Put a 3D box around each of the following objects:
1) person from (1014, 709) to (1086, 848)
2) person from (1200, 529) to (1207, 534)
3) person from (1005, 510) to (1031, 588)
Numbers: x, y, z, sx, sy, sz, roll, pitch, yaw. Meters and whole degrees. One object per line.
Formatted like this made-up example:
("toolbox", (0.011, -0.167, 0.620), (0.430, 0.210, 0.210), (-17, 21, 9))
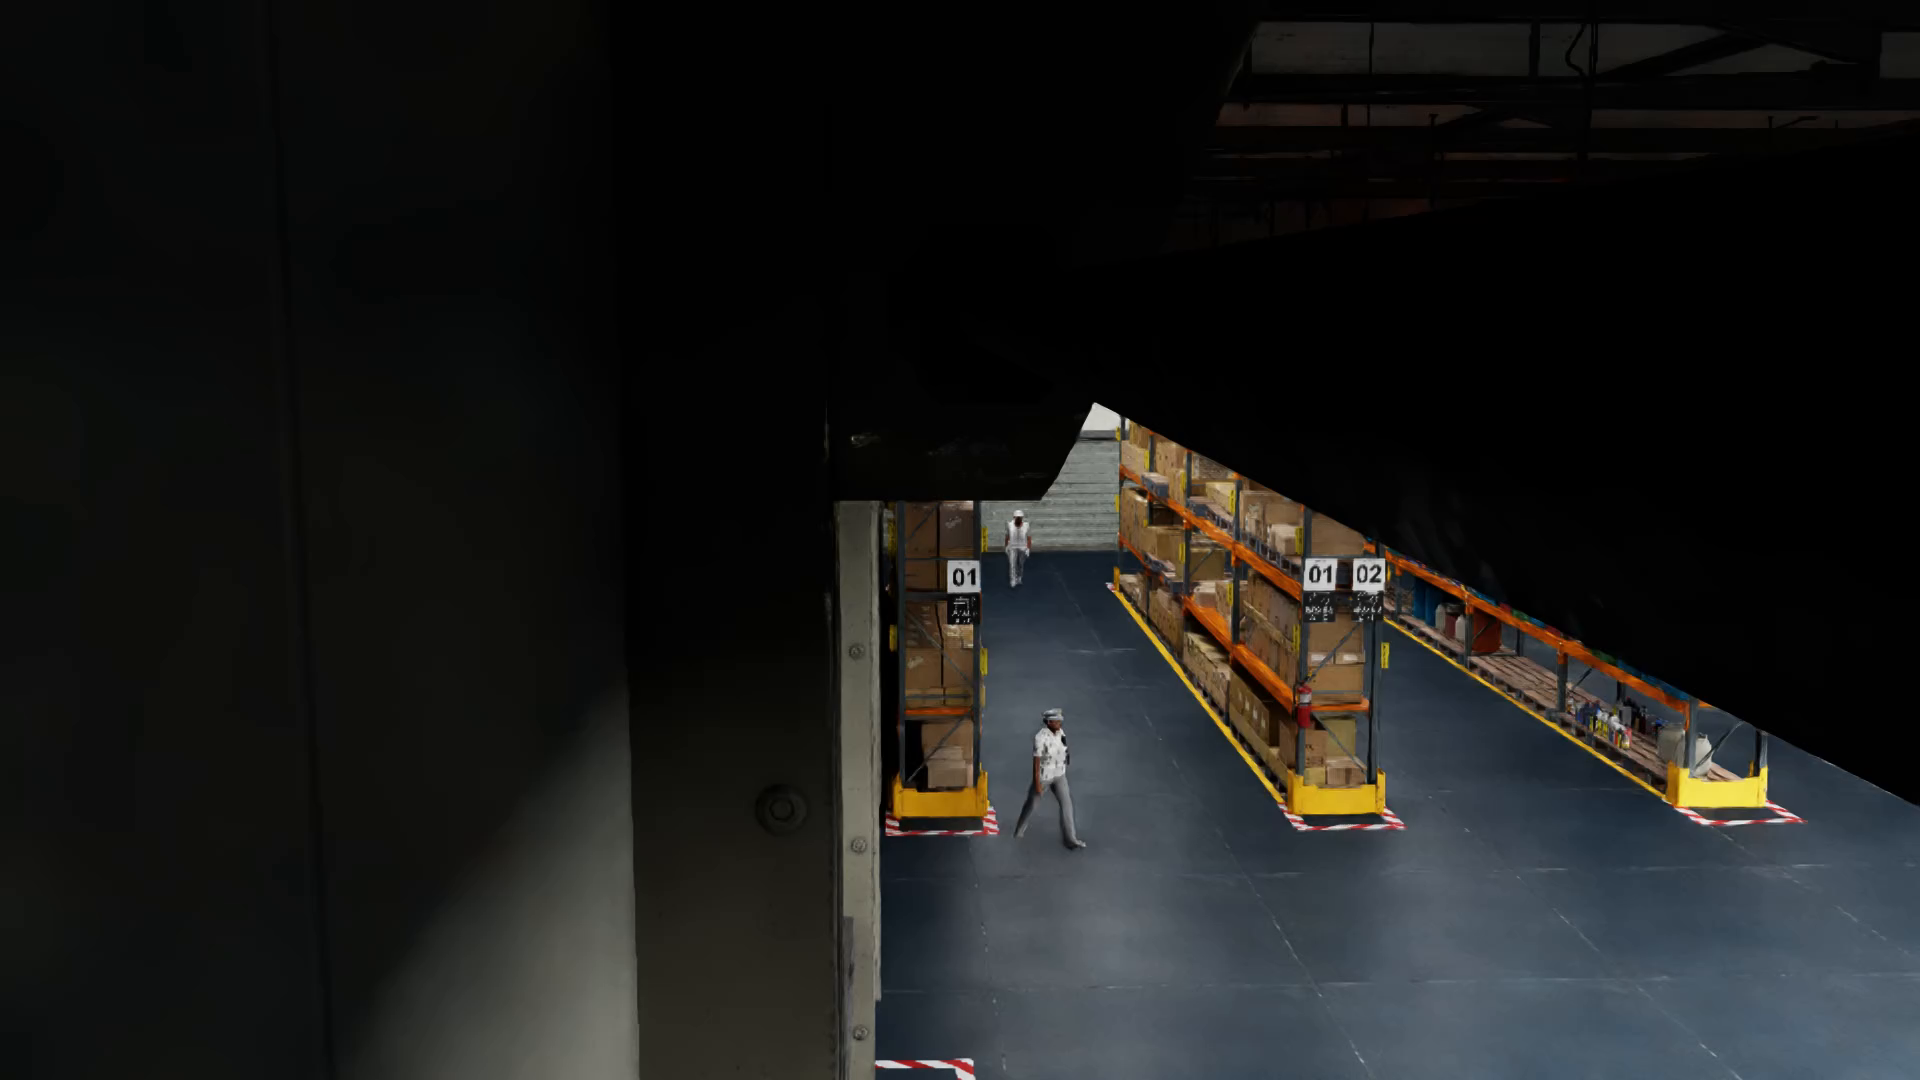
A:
("person", (1.021, 2.742, 19.354), (0.553, 1.641, 0.915), (-5, 9, -29))
("person", (5.639, -0.044, 38.916), (0.466, 1.584, 0.600), (7, 11, 41))
("person", (1.295, 0.170, 36.848), (0.564, 1.703, 1.112), (-1, 8, -4))
